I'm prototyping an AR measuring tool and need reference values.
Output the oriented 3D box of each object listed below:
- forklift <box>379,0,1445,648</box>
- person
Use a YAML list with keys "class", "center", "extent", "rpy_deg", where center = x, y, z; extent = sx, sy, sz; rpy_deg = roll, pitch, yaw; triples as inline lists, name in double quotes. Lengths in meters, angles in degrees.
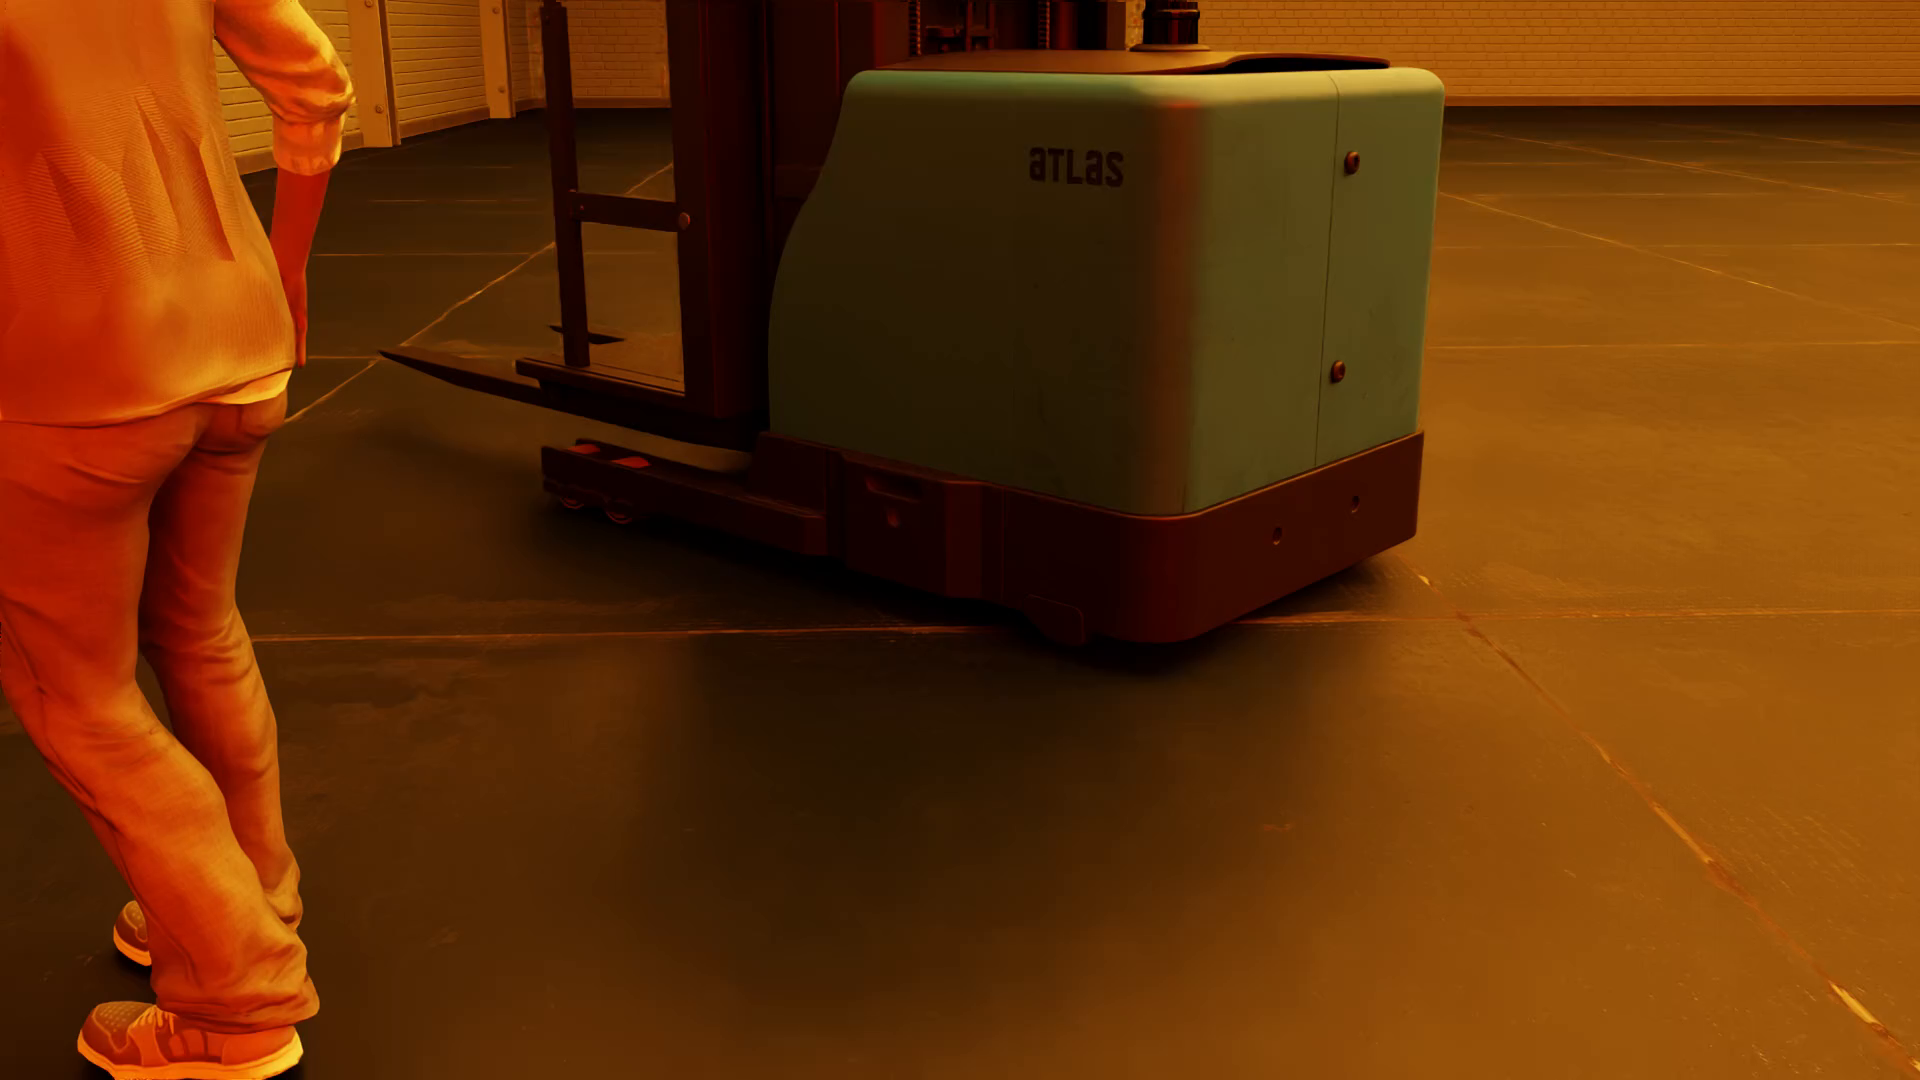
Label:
- class: "forklift"
  center: [-0.410, -1.539, 3.940]
  extent: [3.031, 2.935, 1.130]
  rpy_deg: [15, 22, 40]
- class: "person"
  center: [-0.944, -0.162, 1.761]
  extent: [0.453, 1.579, 0.623]
  rpy_deg: [7, 18, 23]
